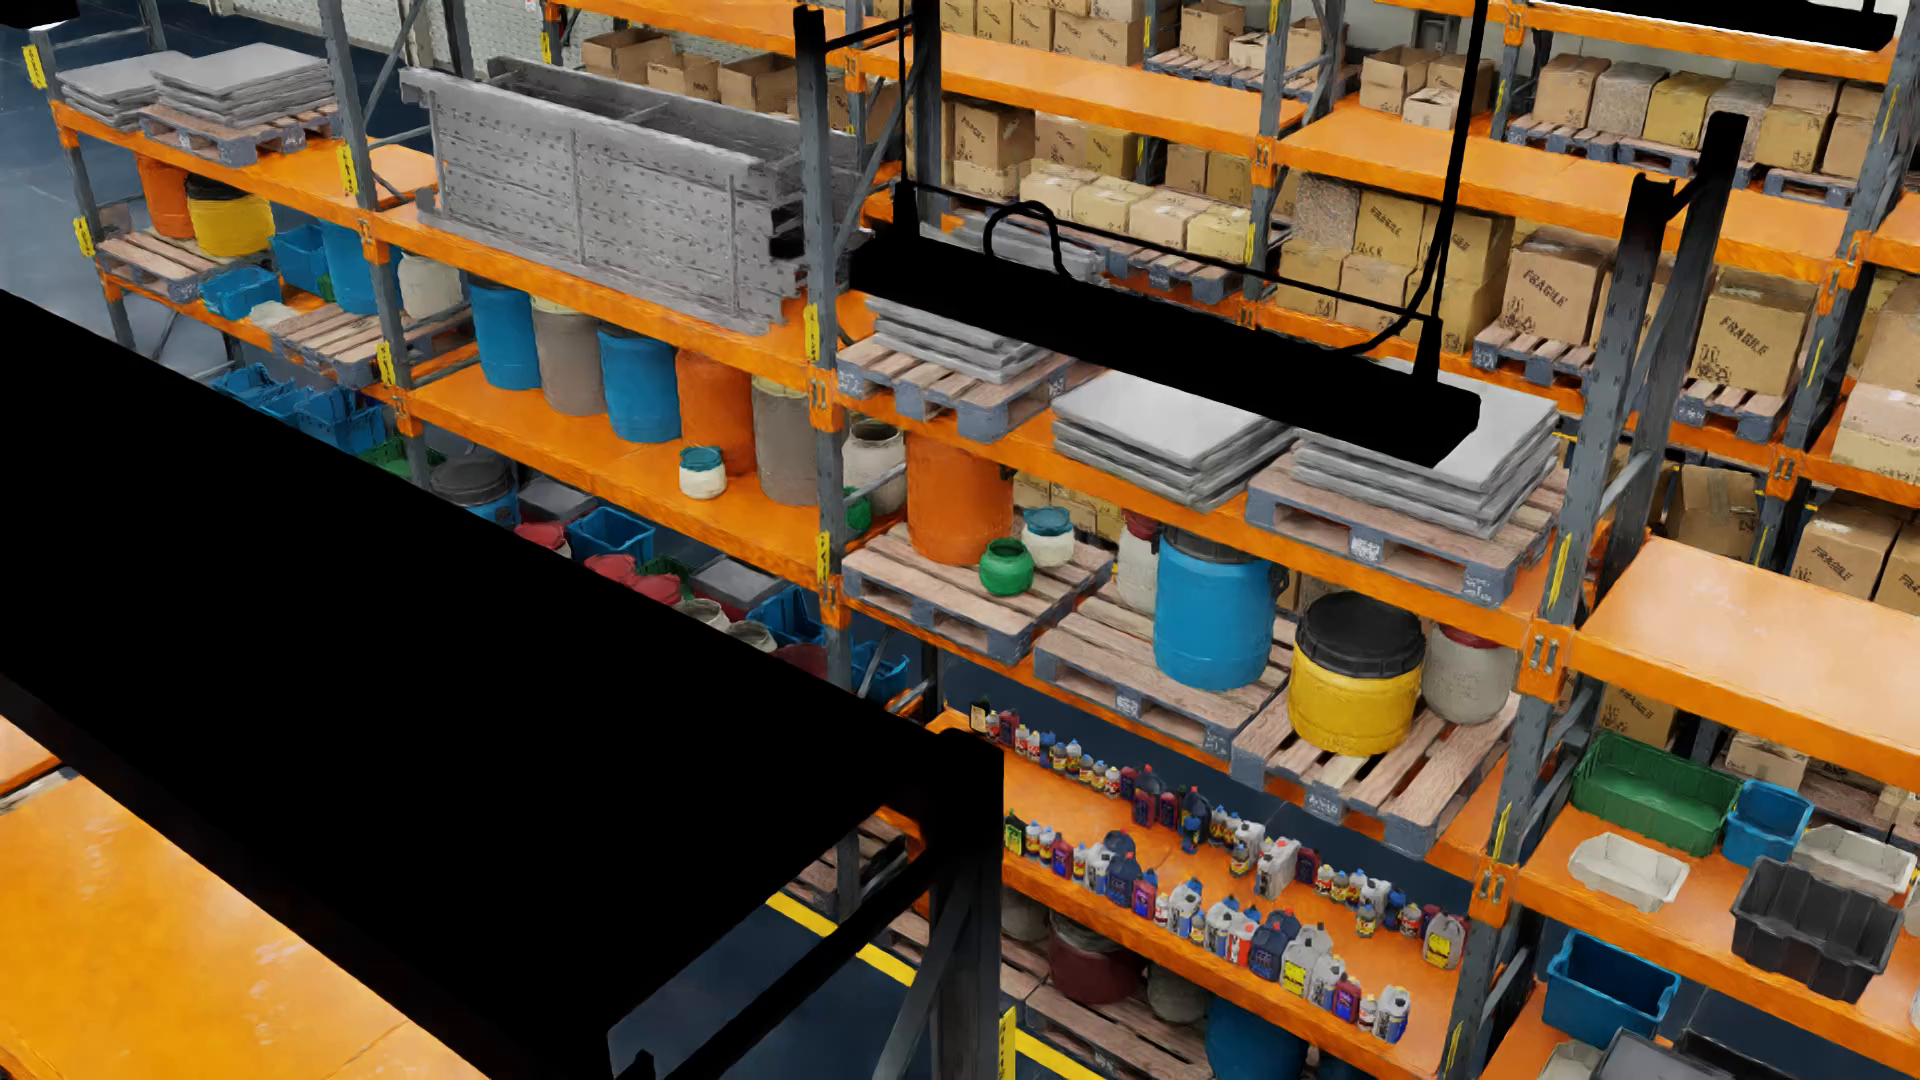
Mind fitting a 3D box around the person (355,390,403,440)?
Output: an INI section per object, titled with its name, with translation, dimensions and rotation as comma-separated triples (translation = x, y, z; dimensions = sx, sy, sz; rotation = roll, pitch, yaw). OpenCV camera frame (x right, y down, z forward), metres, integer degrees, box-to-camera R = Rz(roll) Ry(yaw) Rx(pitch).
[person]
translation = -5.375, -1.148, 15.635
dimensions = 0.513, 1.604, 0.592
rotation = 21, 37, 30
